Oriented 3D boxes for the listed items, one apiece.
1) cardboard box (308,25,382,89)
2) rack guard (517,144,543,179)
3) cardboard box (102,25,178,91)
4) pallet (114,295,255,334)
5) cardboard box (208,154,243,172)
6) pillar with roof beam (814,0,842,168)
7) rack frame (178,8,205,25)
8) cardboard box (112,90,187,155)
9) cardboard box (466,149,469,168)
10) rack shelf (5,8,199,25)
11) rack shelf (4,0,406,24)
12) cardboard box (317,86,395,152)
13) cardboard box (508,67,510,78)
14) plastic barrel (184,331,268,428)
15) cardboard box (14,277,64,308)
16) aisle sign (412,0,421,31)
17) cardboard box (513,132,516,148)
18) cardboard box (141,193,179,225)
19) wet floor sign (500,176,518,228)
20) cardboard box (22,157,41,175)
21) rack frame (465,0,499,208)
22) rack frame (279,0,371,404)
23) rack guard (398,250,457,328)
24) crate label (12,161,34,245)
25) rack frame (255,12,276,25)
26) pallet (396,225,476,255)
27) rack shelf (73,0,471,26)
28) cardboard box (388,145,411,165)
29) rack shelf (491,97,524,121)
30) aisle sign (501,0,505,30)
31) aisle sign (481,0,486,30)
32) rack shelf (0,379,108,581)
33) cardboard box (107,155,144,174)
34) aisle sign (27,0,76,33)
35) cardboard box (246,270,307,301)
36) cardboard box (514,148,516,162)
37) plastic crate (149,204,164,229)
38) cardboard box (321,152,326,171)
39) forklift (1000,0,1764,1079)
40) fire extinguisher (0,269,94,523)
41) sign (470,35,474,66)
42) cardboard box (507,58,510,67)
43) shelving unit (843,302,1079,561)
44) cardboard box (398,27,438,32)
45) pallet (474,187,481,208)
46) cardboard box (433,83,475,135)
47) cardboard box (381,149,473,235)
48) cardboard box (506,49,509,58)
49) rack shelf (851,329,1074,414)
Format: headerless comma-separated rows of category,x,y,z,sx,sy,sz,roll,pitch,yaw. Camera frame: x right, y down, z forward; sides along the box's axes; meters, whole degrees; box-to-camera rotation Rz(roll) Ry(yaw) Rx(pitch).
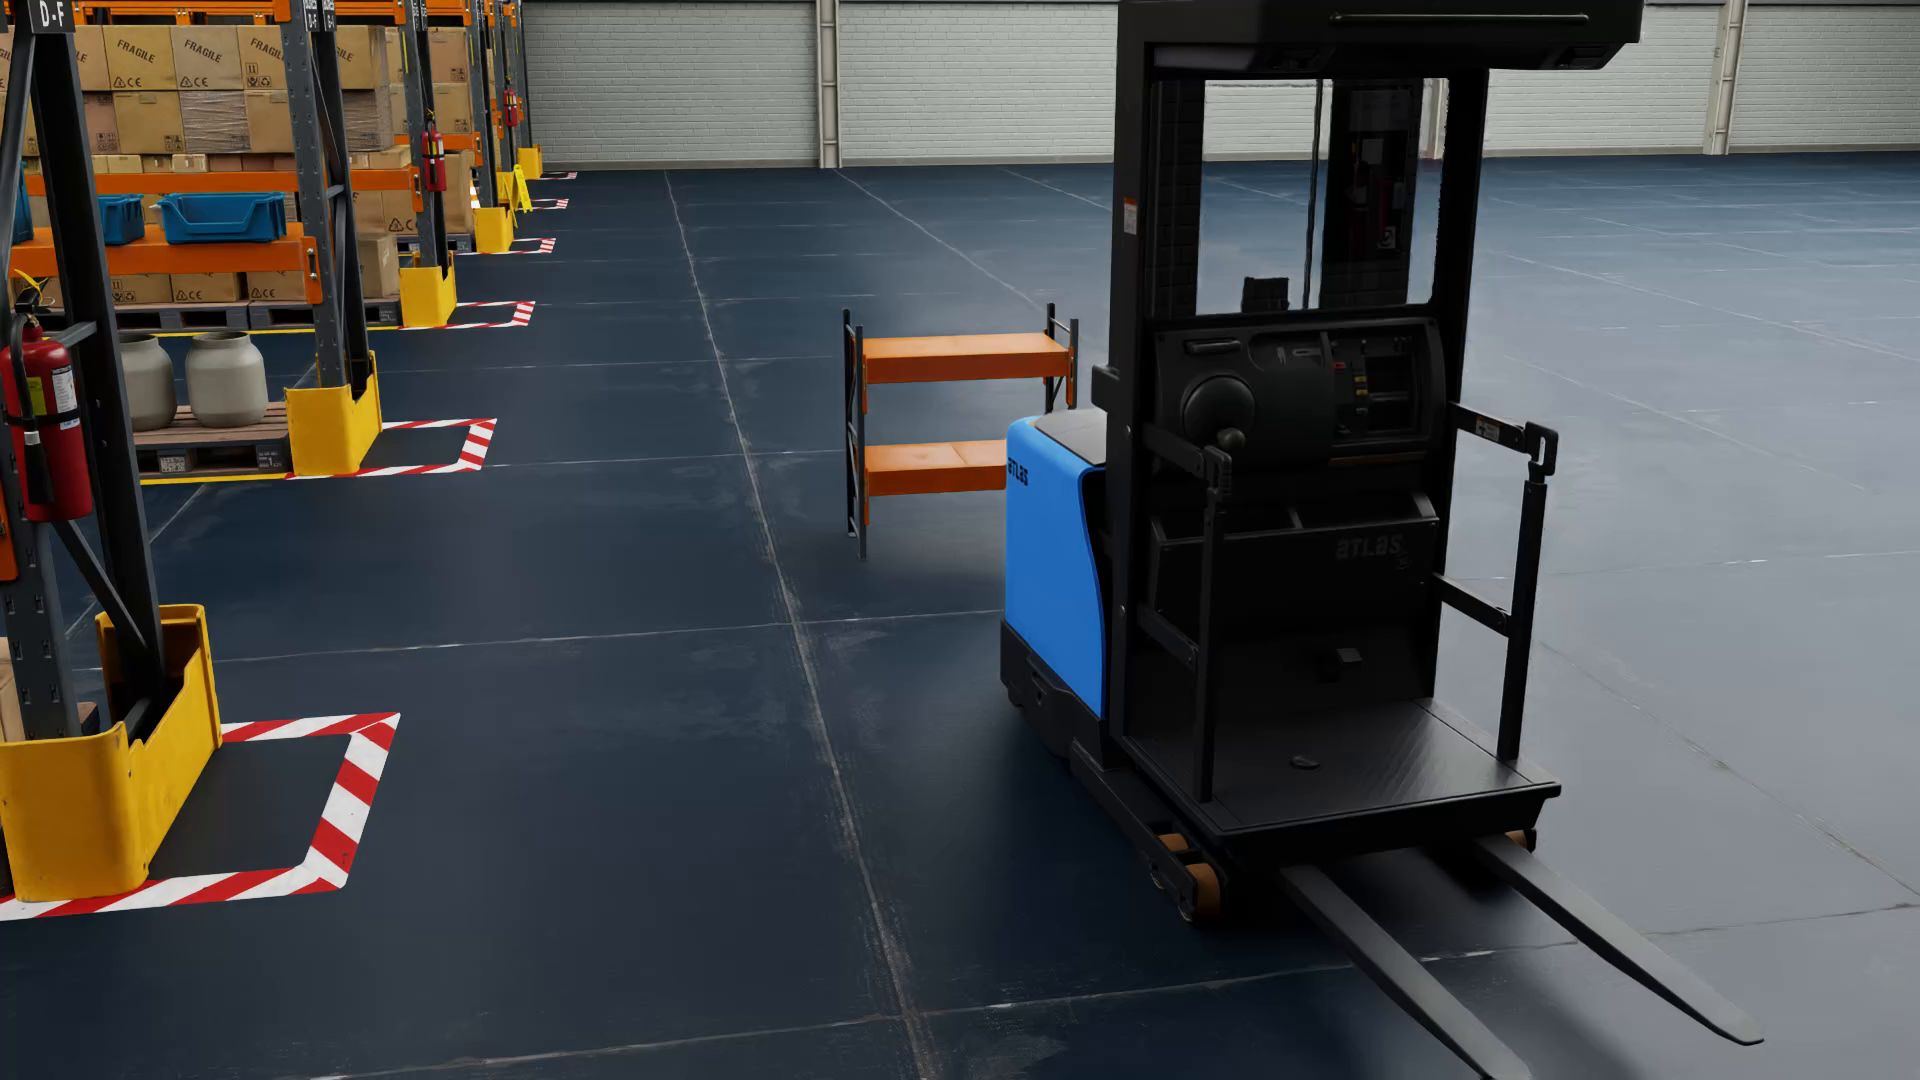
cardboard box,-5.079,-3.979,13.697,0.500,0.500,0.500,-3,17,-10
rack guard,-7.388,-6.506,28.564,0.348,0.500,1.175,-3,17,-10
cardboard box,-6.553,-3.896,13.429,0.500,0.500,0.500,-3,17,-10
pallet,-6.661,-1.973,14.297,1.213,0.211,1.003,-3,17,-10
cardboard box,-6.051,-3.143,13.783,0.250,0.149,0.380,-3,17,-10
pillar with roof beam,-1.558,-9.882,25.079,0.400,9.000,9.100,-3,17,-10
rack frame,-10.394,-6.047,22.809,0.127,3.000,1.000,-3,17,-10
cardboard box,-6.592,-3.477,13.768,0.500,0.500,0.875,-3,17,-10
cardboard box,-7.203,-5.394,23.377,0.500,0.500,0.500,-3,17,-10
rack shelf,-12.357,-7.025,22.112,4.000,0.370,1.077,-3,17,-10
rack shelf,-6.550,-4.391,13.536,4.000,0.370,1.077,-3,17,-10
cardboard box,-5.132,-3.580,14.101,0.500,0.500,0.875,-3,17,-10
cardboard box,-7.951,-7.800,28.349,0.500,0.500,0.500,-3,17,-9
plastic barrel,-4.278,-0.937,9.697,0.421,0.512,0.421,0,17,0
cardboard box,-7.552,-2.240,13.960,0.500,0.500,0.500,2,17,7
aisle sign,-4.469,-4.572,13.582,0.004,0.787,0.394,-3,17,-10
cardboard box,-7.913,-6.859,28.571,0.500,0.250,0.500,-3,17,-9
cardboard box,-8.725,-3.825,18.481,0.875,0.875,0.875,-3,17,-10
wet floor sign,-5.775,-4.295,21.117,0.232,0.644,0.267,-6,18,-20
cardboard box,-7.514,-3.044,13.460,0.250,0.149,0.380,-3,17,-10
rack frame,-5.428,-4.848,18.907,0.127,3.000,1.000,-3,17,-10
rack frame,-3.647,-1.985,9.585,0.127,3.000,1.000,-3,17,-10
rack guard,-4.661,-2.213,14.587,0.348,0.500,1.175,-3,17,-10
crate label,-5.403,-1.821,8.992,0.616,0.435,0.502,-3,17,-10
rack frame,-11.339,-7.477,27.468,0.127,3.000,1.000,-3,17,-10
pallet,-6.198,-3.448,19.098,1.213,0.211,1.003,-3,17,-10
rack shelf,-7.392,-5.827,18.210,4.000,0.370,1.077,-3,17,-10
cardboard box,-4.911,-3.345,14.443,0.250,0.149,0.380,-3,17,-10
rack shelf,-9.375,-7.245,27.936,4.000,0.370,1.077,-3,17,-10
aisle sign,-6.464,-7.605,23.455,0.004,0.787,0.394,-3,17,-10
aisle sign,-5.415,-6.181,18.820,0.004,0.787,0.394,-3,17,-10
rack shelf,-4.674,-0.101,4.678,4.000,0.370,1.077,-3,17,-10
cardboard box,-6.775,-3.082,13.586,0.250,0.149,0.380,-3,17,-10
aisle sign,-2.704,-1.891,4.853,0.004,0.787,0.394,-3,17,-10
cardboard box,-5.783,-2.345,14.301,0.500,0.500,0.500,1,17,4
cardboard box,-7.931,-6.615,28.629,0.500,0.250,0.500,-3,17,-10
plastic crate,-4.586,-1.902,9.763,0.250,0.136,0.298,-3,17,-10
cardboard box,-5.308,-3.175,13.887,0.250,0.149,0.380,-3,17,-10
forklift,1.070,-0.449,4.703,1.130,2.935,3.031,-5,18,-16
fire extinguisher,-2.507,-0.392,4.532,0.183,0.674,0.296,-3,17,-10
sign,-5.339,-5.358,18.191,0.005,0.325,0.100,-3,17,-10
cardboard box,-7.794,-8.114,28.265,0.250,0.149,0.380,-4,17,-12
shelving unit,-0.007,-0.537,8.066,1.048,1.125,0.538,-3,17,-10
cardboard box,-7.425,-6.820,22.947,0.500,0.500,0.700,-3,17,-10
pallet,-7.345,-4.897,23.816,1.213,0.211,1.003,-3,17,-10
cardboard box,-5.784,-4.886,18.775,0.550,0.550,0.875,-3,17,-10
cardboard box,-6.081,-3.976,18.973,0.875,0.875,0.875,-3,17,-10
cardboard box,-7.782,-8.243,28.179,0.250,0.149,0.380,-4,17,-12
rack shelf,-0.007,-0.817,7.980,1.000,0.278,0.538,-3,17,-10
